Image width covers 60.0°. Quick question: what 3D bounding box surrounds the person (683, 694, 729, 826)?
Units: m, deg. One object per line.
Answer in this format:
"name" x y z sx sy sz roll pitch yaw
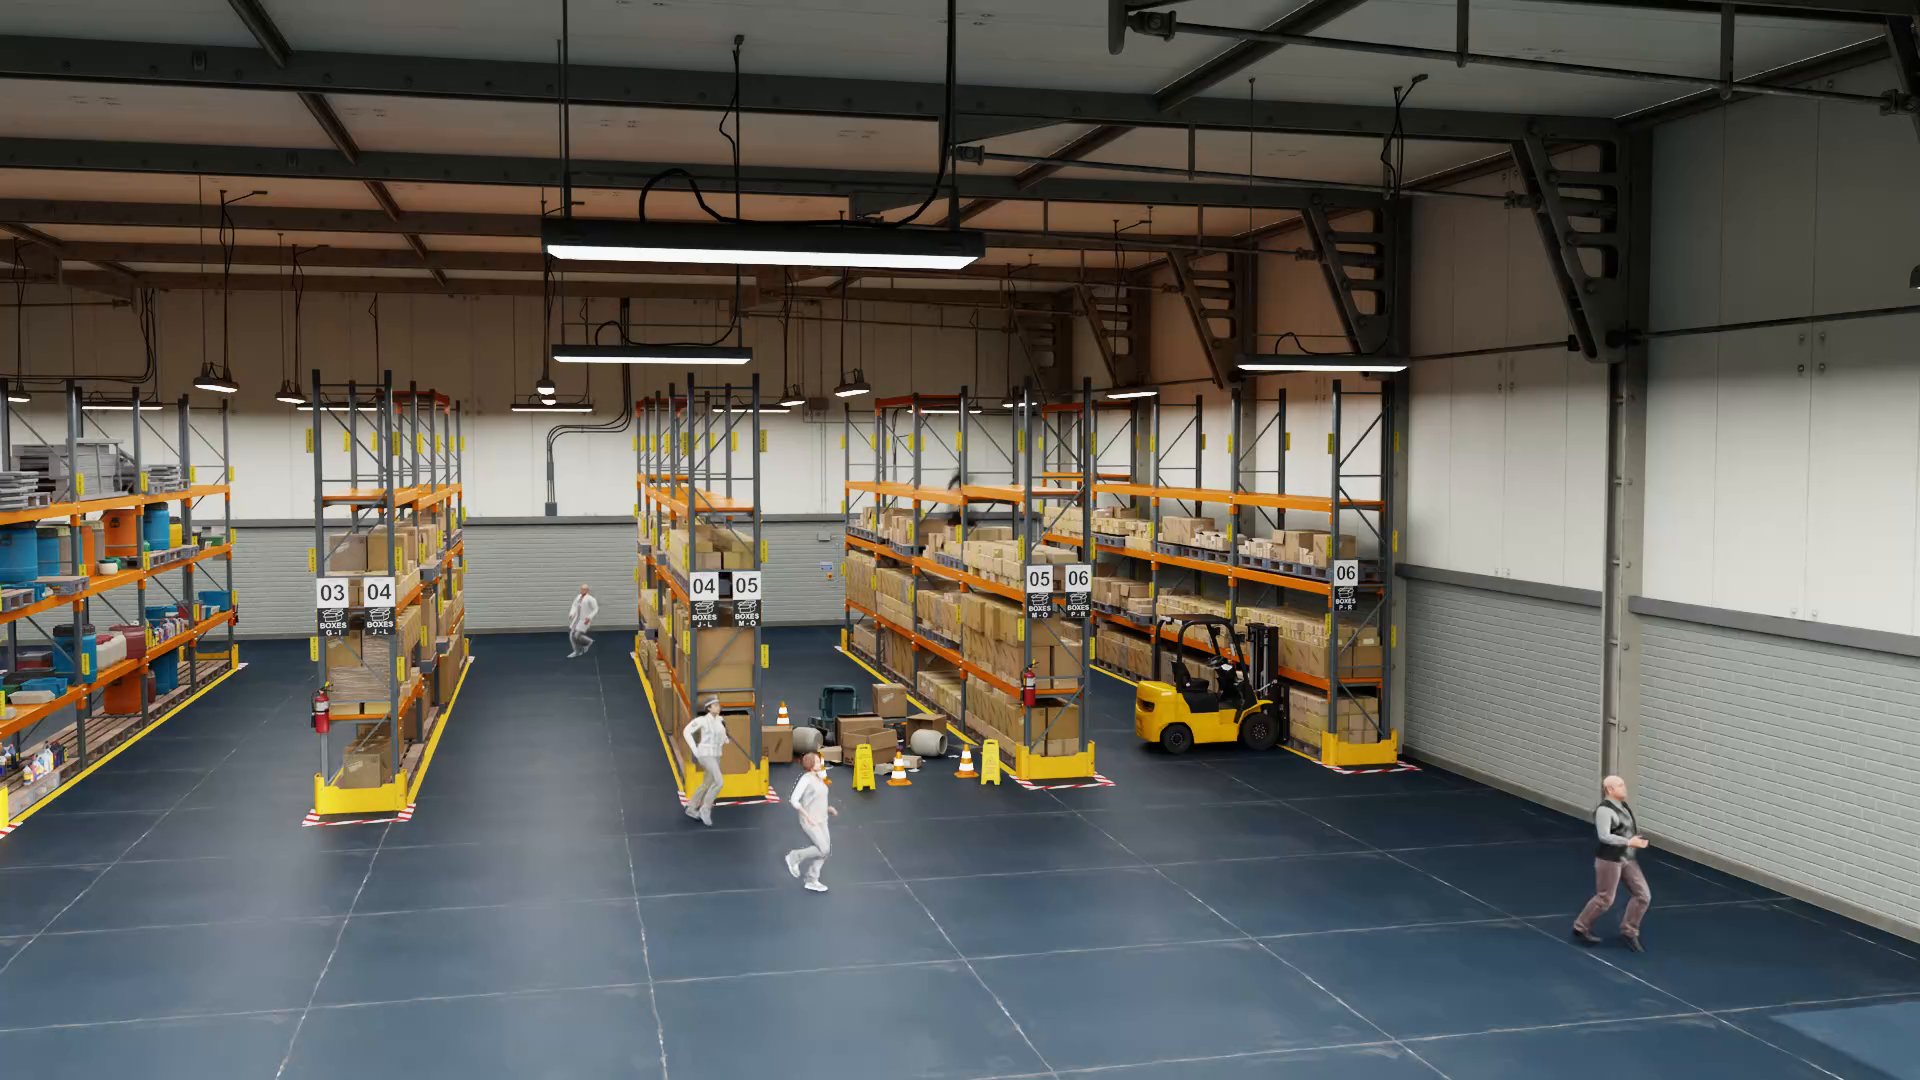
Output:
"person" -3.329 2.896 22.075 0.635 1.714 0.605 2 4 25

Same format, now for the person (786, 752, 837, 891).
"person" -1.664 3.153 18.649 0.547 1.554 0.537 1 4 23

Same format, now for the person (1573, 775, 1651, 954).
"person" 6.464 3.205 16.456 0.658 1.770 0.734 -3 5 -43

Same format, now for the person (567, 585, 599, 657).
"person" -8.846 1.903 39.081 0.761 1.716 0.593 2 4 33
